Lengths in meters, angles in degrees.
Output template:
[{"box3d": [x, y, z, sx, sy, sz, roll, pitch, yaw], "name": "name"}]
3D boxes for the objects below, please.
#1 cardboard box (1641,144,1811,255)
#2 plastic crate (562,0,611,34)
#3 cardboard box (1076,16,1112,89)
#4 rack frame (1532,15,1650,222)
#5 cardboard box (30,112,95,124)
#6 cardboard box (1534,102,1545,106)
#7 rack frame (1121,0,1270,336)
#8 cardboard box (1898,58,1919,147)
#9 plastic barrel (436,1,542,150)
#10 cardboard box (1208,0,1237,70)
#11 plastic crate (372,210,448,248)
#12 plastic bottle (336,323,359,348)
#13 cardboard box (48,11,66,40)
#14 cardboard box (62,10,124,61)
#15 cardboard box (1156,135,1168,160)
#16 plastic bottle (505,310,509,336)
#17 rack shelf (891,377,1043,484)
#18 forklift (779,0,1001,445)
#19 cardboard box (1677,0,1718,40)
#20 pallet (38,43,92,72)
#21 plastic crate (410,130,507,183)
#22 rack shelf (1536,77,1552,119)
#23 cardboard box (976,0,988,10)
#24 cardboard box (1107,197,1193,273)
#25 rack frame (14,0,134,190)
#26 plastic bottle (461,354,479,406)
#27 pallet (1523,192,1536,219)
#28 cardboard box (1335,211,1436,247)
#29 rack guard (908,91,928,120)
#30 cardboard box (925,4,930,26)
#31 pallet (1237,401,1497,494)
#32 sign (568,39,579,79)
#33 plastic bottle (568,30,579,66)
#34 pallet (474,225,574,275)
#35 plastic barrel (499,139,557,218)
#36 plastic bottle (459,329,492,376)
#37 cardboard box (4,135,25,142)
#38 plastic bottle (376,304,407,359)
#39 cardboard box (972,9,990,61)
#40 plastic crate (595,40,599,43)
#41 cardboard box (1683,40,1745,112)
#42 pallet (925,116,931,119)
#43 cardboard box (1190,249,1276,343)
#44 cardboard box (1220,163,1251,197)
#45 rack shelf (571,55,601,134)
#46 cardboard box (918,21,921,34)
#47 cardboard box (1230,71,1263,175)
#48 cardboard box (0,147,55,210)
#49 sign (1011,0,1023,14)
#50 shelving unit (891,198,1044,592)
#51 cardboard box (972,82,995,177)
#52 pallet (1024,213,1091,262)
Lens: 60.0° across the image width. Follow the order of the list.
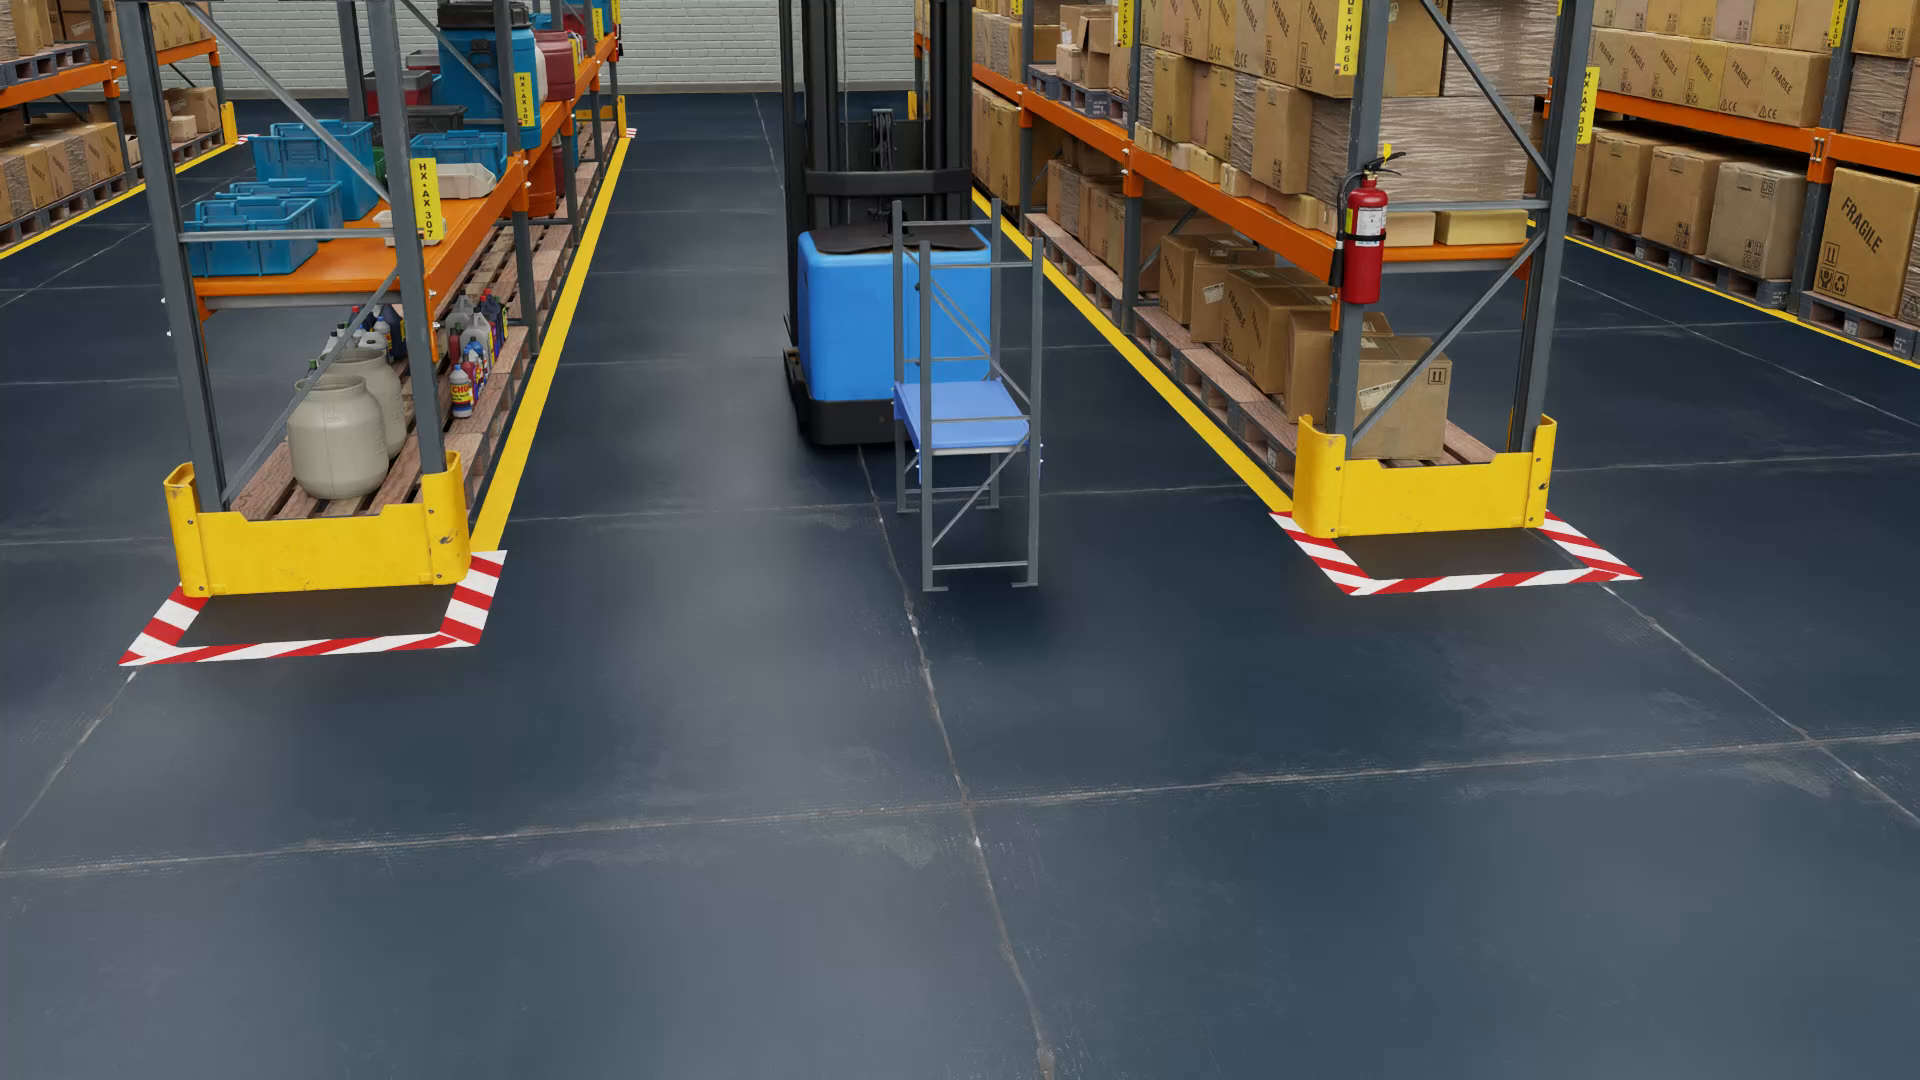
[{"box3d": [6.233, -2.760, 13.434, 1.050, 0.750, 0.750, -3, 21, -8], "name": "cardboard box"}, {"box3d": [-4.774, -6.701, 21.233, 0.616, 0.435, 0.499, -3, 21, -8], "name": "plastic crate"}, {"box3d": [1.283, -3.698, 12.583, 0.797, 0.503, 0.637, -1, 20, -2], "name": "cardboard box"}, {"box3d": [5.970, -4.458, 15.364, 1.000, 3.000, 0.127, -3, 21, -8], "name": "rack frame"}, {"box3d": [-9.696, -4.347, 18.012, 0.500, 0.500, 0.500, -3, 21, -8], "name": "cardboard box"}, {"box3d": [6.037, -4.261, 16.739, 0.500, 0.250, 0.500, -3, 21, -8], "name": "cardboard box"}, {"box3d": [1.624, -2.858, 11.080, 1.000, 3.000, 0.127, -3, 21, -8], "name": "rack frame"}, {"box3d": [6.713, -2.827, 10.783, 0.875, 0.550, 0.550, -3, 21, -8], "name": "cardboard box"}, {"box3d": [-3.033, -2.992, 10.723, 0.600, 0.901, 0.708, -3, 21, -8], "name": "plastic barrel"}, {"box3d": [1.665, -2.825, 8.995, 0.500, 0.500, 0.500, -3, 21, -8], "name": "cardboard box"}, {"box3d": [-2.511, -1.425, 7.622, 0.298, 0.136, 0.250, -3, 21, -8], "name": "plastic crate"}, {"box3d": [-3.483, -1.060, 9.424, 0.144, 0.351, 0.185, -3, 21, -8], "name": "plastic bottle"}, {"box3d": [-9.659, -5.336, 17.573, 0.500, 0.500, 0.500, -3, 21, -7], "name": "cardboard box"}, {"box3d": [-9.137, -5.366, 17.654, 0.500, 0.500, 0.500, -2, 21, -6], "name": "cardboard box"}, {"box3d": [1.444, -2.478, 10.423, 0.380, 0.149, 0.250, -3, 21, -8], "name": "cardboard box"}, {"box3d": [-2.917, -1.393, 10.530, 0.097, 0.201, 0.097, 0, 20, 0], "name": "plastic bottle"}, {"box3d": [0.012, -0.505, 7.438, 0.538, 0.185, 1.000, -3, 21, -8], "name": "rack shelf"}, {"box3d": [-0.512, -2.357, 9.838, 1.130, 2.935, 3.031, -3, 21, -9], "name": "forklift"}, {"box3d": [6.249, -4.288, 13.337, 0.700, 0.500, 0.500, -3, 21, -8], "name": "cardboard box"}, {"box3d": [-9.325, -4.757, 16.440, 1.003, 0.211, 1.213, -3, 21, -8], "name": "pallet"}, {"box3d": [-2.849, -2.169, 9.448, 0.499, 0.251, 0.616, -3, 21, -8], "name": "plastic crate"}, {"box3d": [5.682, -4.813, 17.344, 1.077, 0.370, 4.000, -3, 21, -8], "name": "rack shelf"}, {"box3d": [0.571, -5.924, 17.712, 0.797, 0.503, 0.637, -3, 21, -9], "name": "cardboard box"}, {"box3d": [1.507, -2.272, 12.457, 0.700, 0.500, 0.500, -3, 21, -8], "name": "cardboard box"}, {"box3d": [-9.333, -5.129, 17.162, 1.000, 3.000, 0.127, -3, 21, -8], "name": "rack frame"}, {"box3d": [-2.668, -0.879, 9.037, 0.061, 0.283, 0.133, -3, 21, -7], "name": "plastic bottle"}, {"box3d": [5.859, -3.422, 16.577, 1.003, 0.211, 1.213, -3, 21, -8], "name": "pallet"}, {"box3d": [1.955, -1.443, 7.652, 0.380, 0.149, 0.250, -3, 21, -8], "name": "cardboard box"}, {"box3d": [-0.109, -5.850, 22.664, 1.175, 0.500, 0.348, -3, 21, -8], "name": "rack guard"}, {"box3d": [-0.153, -6.548, 20.750, 0.500, 0.250, 0.500, -4, 21, -10], "name": "cardboard box"}, {"box3d": [2.107, -0.476, 8.688, 1.003, 0.211, 1.213, -3, 21, -8], "name": "pallet"}, {"box3d": [-3.311, -4.099, 14.172, 0.100, 0.325, 0.005, -3, 21, -8], "name": "sign"}, {"box3d": [-3.948, -4.989, 16.857, 0.144, 0.351, 0.185, -3, 21, -8], "name": "plastic bottle"}, {"box3d": [-3.781, -2.416, 13.884, 1.003, 0.211, 1.213, -3, 21, -8], "name": "pallet"}, {"box3d": [-3.941, -3.341, 14.877, 0.600, 0.830, 0.708, -3, 21, -8], "name": "plastic barrel"}, {"box3d": [-2.806, -1.095, 9.624, 0.152, 0.276, 0.135, -3, 21, -7], "name": "plastic bottle"}, {"box3d": [-9.352, -3.627, 16.084, 0.500, 0.500, 0.500, -3, 21, -7], "name": "cardboard box"}, {"box3d": [-3.429, -1.280, 10.013, 0.144, 0.351, 0.185, -3, 21, -8], "name": "plastic bottle"}, {"box3d": [0.363, -5.328, 17.553, 0.500, 0.500, 0.500, -3, 21, -8], "name": "cardboard box"}, {"box3d": [-4.457, -6.014, 19.685, 0.416, 0.233, 0.300, -3, 21, -8], "name": "plastic crate"}, {"box3d": [6.061, -3.637, 13.023, 0.500, 0.500, 0.500, -3, 21, -7], "name": "cardboard box"}, {"box3d": [0.087, -5.433, 21.961, 1.003, 0.211, 1.213, -3, 21, -8], "name": "pallet"}, {"box3d": [1.732, -1.545, 10.538, 0.500, 0.500, 0.500, 4, 21, 9], "name": "cardboard box"}, {"box3d": [1.635, -1.957, 9.029, 0.380, 0.149, 0.250, -3, 21, -8], "name": "cardboard box"}, {"box3d": [-4.142, -4.348, 16.099, 1.077, 0.370, 4.000, -3, 21, -8], "name": "rack shelf"}, {"box3d": [-0.343, -6.666, 21.637, 0.380, 0.149, 0.250, -3, 21, -9], "name": "cardboard box"}, {"box3d": [1.928, -2.193, 8.733, 0.875, 0.500, 0.500, -3, 21, -8], "name": "cardboard box"}, {"box3d": [-8.687, -3.306, 15.225, 0.500, 0.500, 0.500, -3, 21, -8], "name": "cardboard box"}, {"box3d": [0.499, -4.756, 14.508, 0.100, 0.325, 0.005, -3, 21, -8], "name": "sign"}, {"box3d": [0.012, -0.673, 7.375, 0.538, 1.500, 1.048, -3, 21, -8], "name": "shelving unit"}, {"box3d": [0.712, -4.299, 17.376, 1.225, 0.875, 0.875, -4, 21, -10], "name": "cardboard box"}, {"box3d": [1.159, -2.666, 14.551, 1.003, 0.211, 1.213, -3, 21, -8], "name": "pallet"}]
